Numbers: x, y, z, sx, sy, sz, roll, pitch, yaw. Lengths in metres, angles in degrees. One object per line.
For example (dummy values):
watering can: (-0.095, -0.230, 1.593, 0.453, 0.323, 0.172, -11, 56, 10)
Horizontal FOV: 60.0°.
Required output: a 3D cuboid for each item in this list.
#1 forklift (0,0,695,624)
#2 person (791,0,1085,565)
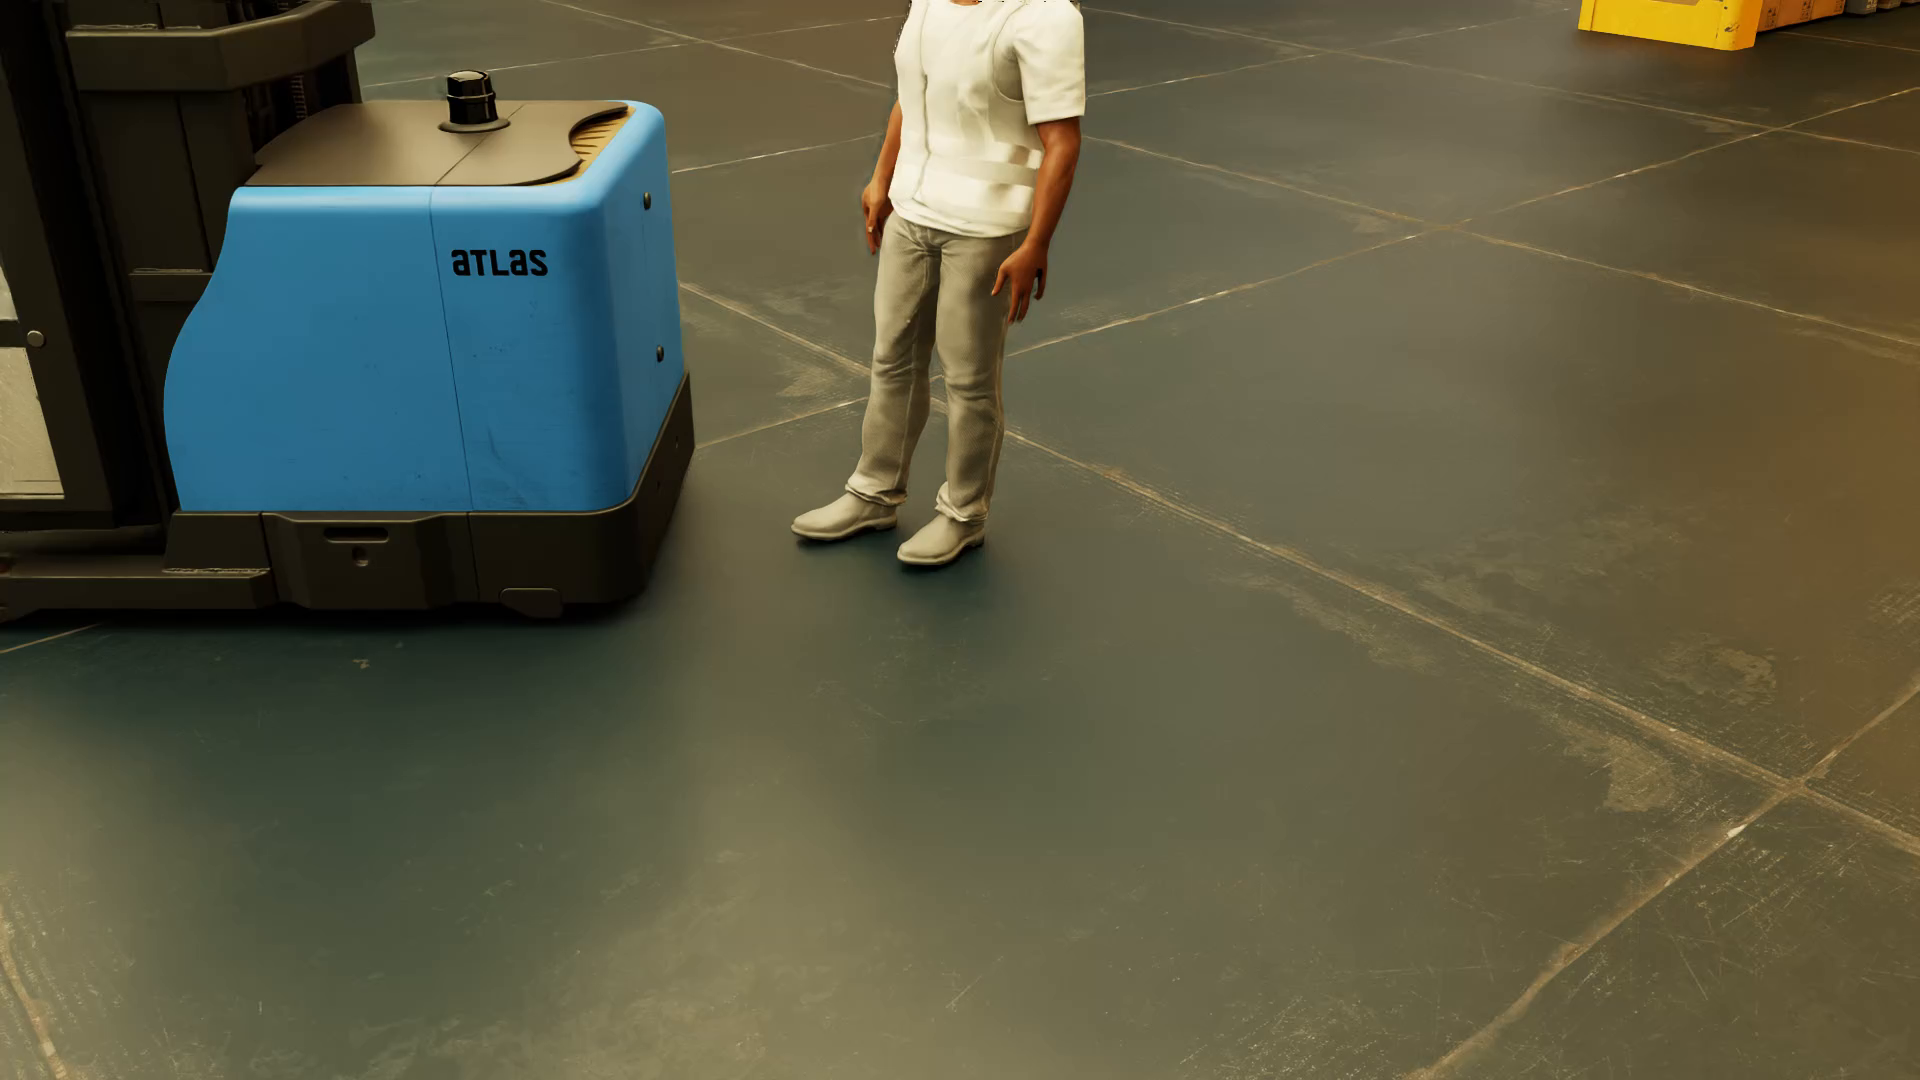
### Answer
forklift: (-2.295, -1.330, 3.885, 3.031, 2.935, 1.130, 0, 26, 0)
person: (-0.051, -0.771, 4.057, 0.572, 1.765, 0.668, -20, 33, -35)
